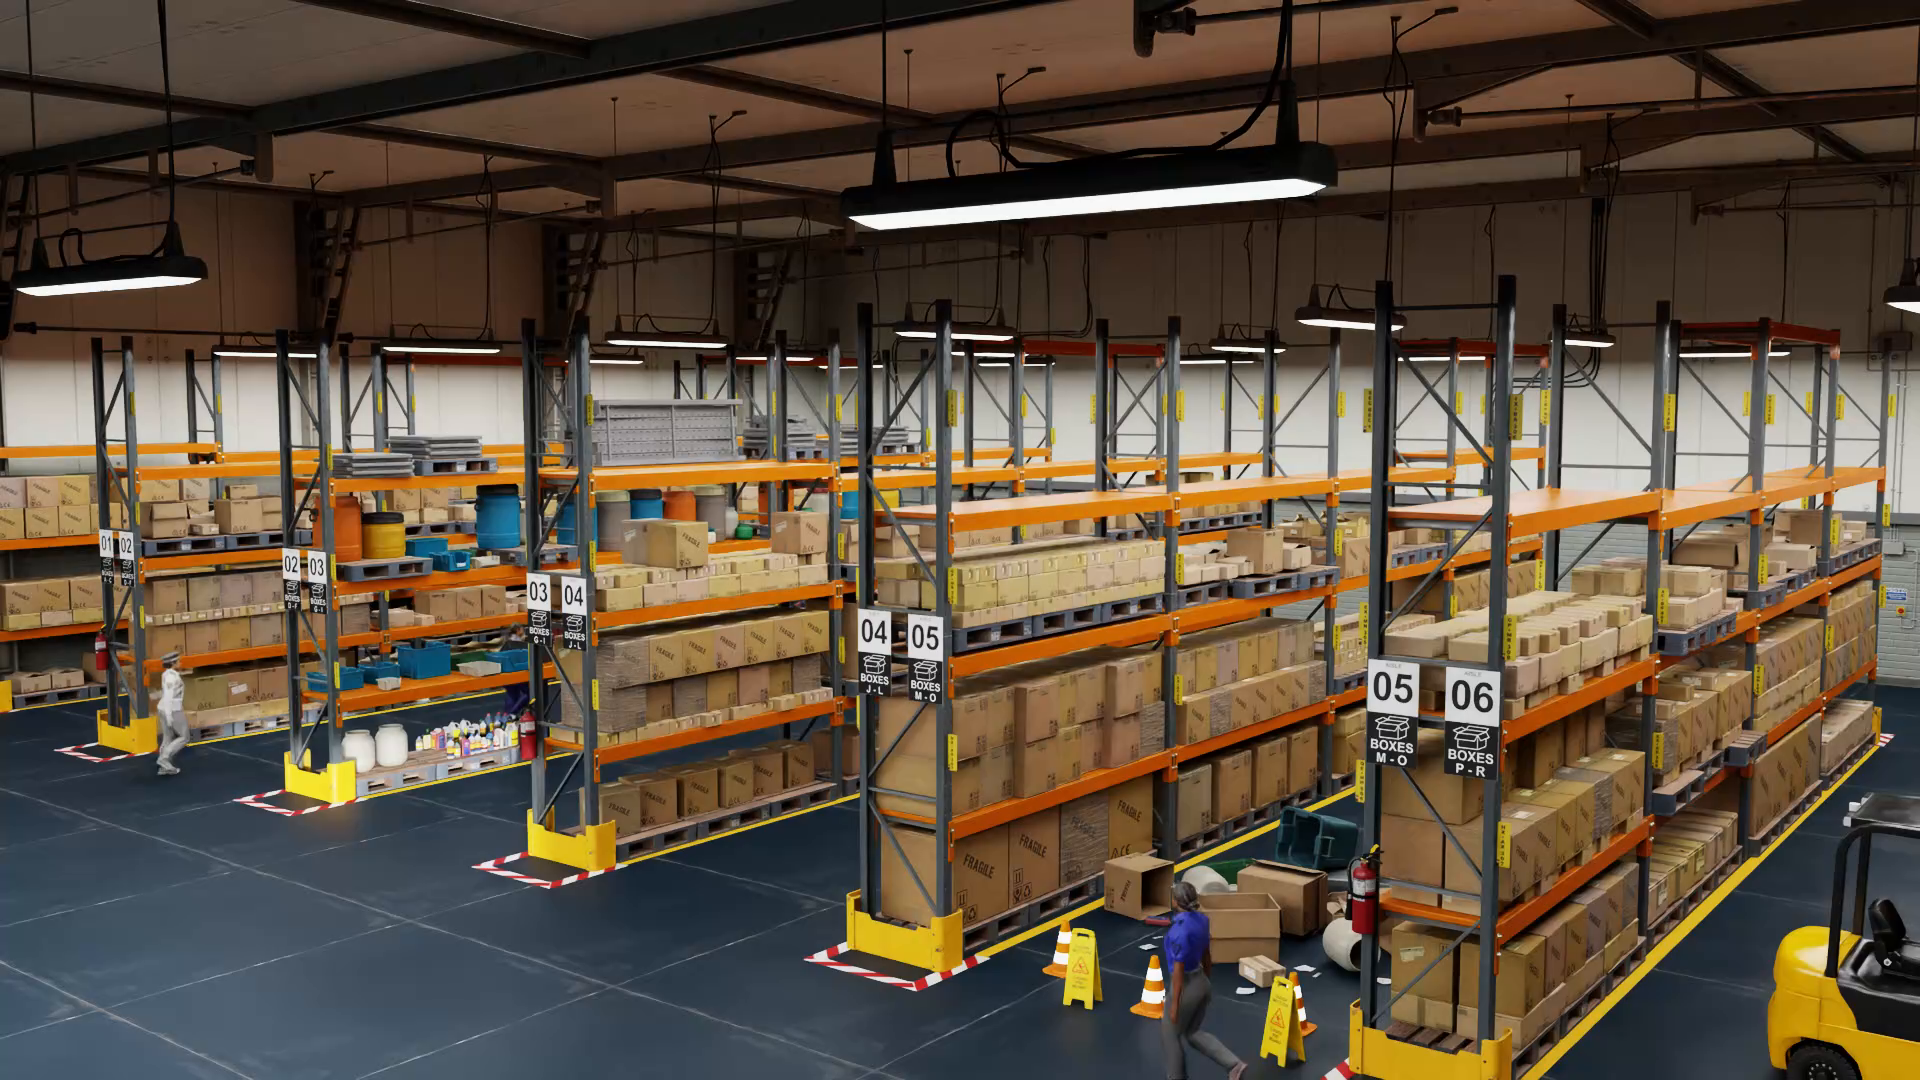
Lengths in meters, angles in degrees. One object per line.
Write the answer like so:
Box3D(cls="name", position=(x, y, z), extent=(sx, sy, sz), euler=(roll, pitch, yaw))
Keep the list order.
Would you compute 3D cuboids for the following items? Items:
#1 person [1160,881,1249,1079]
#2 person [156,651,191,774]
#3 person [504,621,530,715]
Box3D(cls="person", position=(1.728, 3.288, 12.088), extent=(0.707, 1.628, 0.458), euler=(3, 6, 29))
Box3D(cls="person", position=(-10.772, 2.353, 22.656), extent=(0.478, 1.674, 0.528), euler=(-5, 7, -44))
Box3D(cls="person", position=(-6.929, 2.090, 25.899), extent=(0.463, 1.637, 0.547), euler=(-5, 7, -45))
